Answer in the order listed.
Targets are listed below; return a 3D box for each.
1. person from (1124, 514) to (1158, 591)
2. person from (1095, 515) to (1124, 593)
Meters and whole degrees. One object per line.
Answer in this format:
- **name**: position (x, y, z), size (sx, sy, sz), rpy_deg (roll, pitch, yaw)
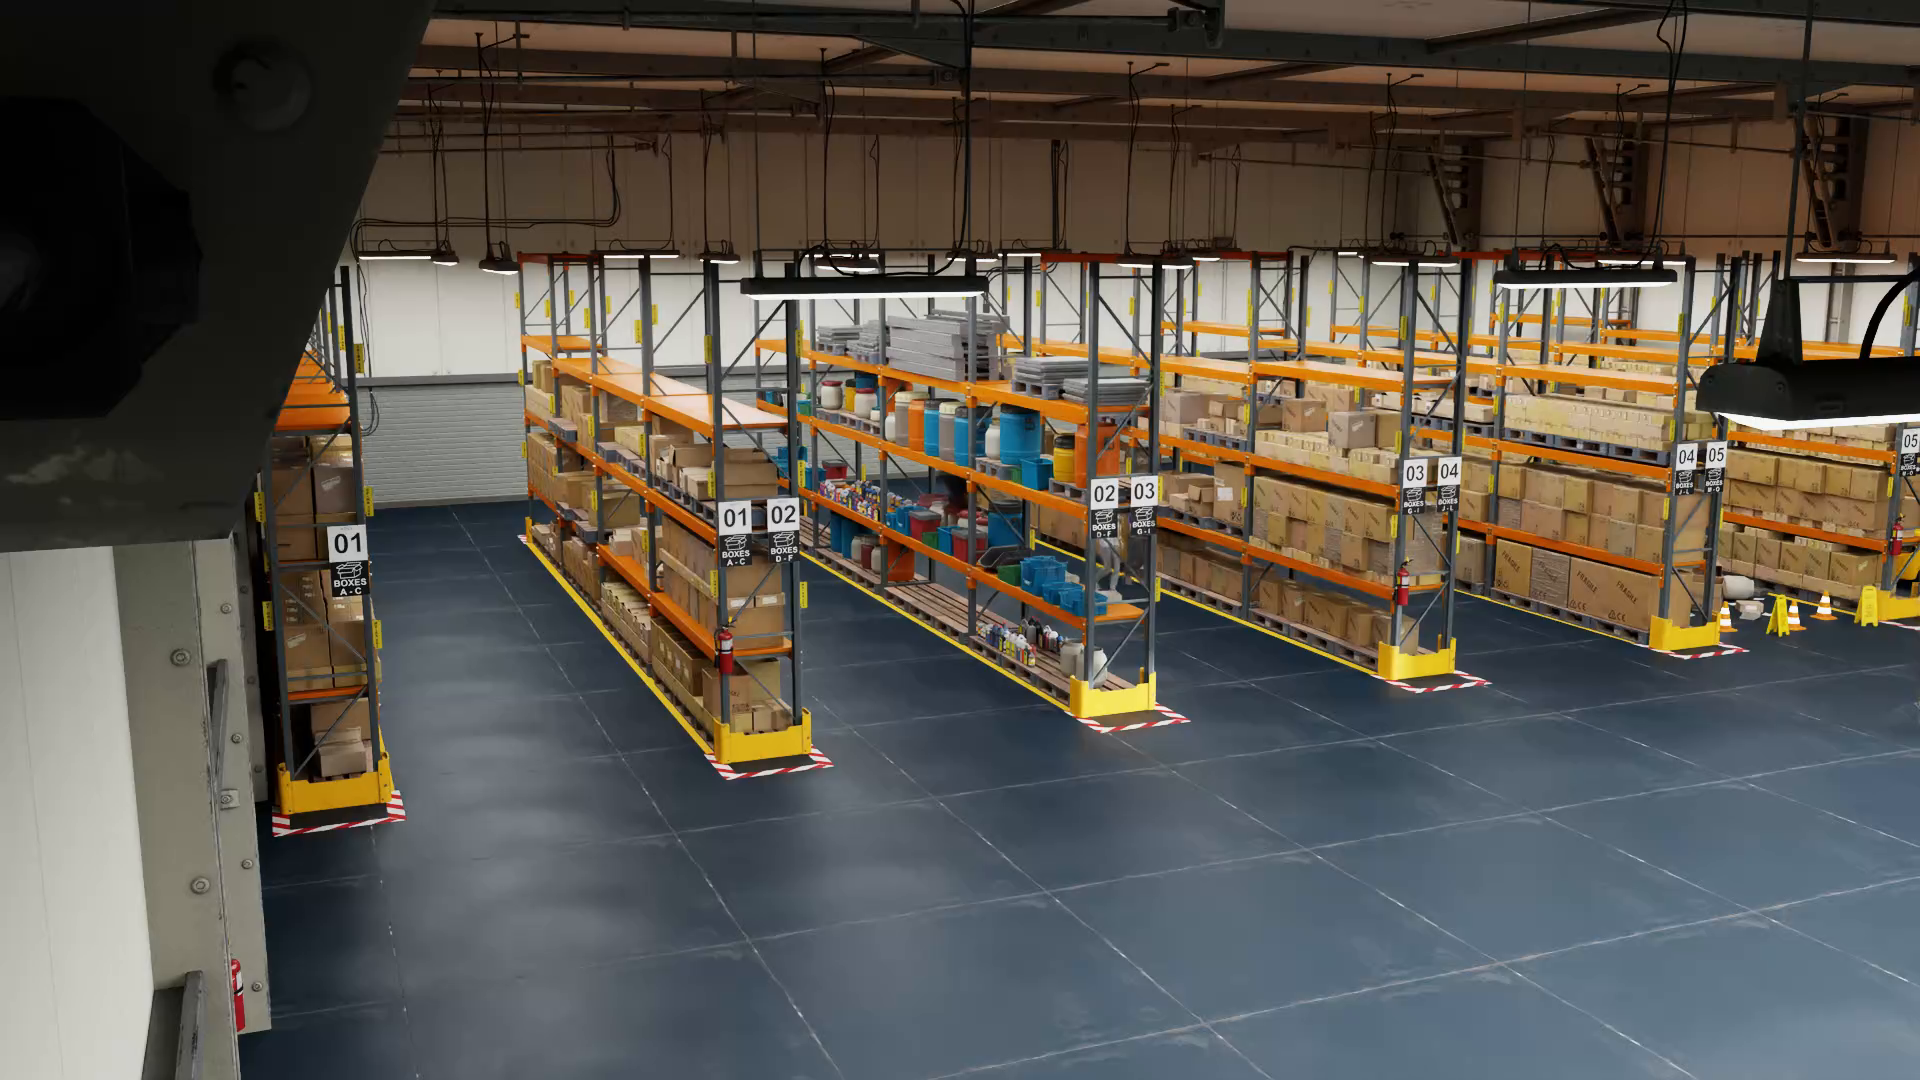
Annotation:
- **person**: position (3.158, 0.034, 28.765), size (0.586, 1.660, 0.708), rpy_deg (-5, 11, -25)
- **person**: position (2.525, 0.113, 28.227), size (0.607, 1.681, 0.688), rpy_deg (-7, 13, -34)
